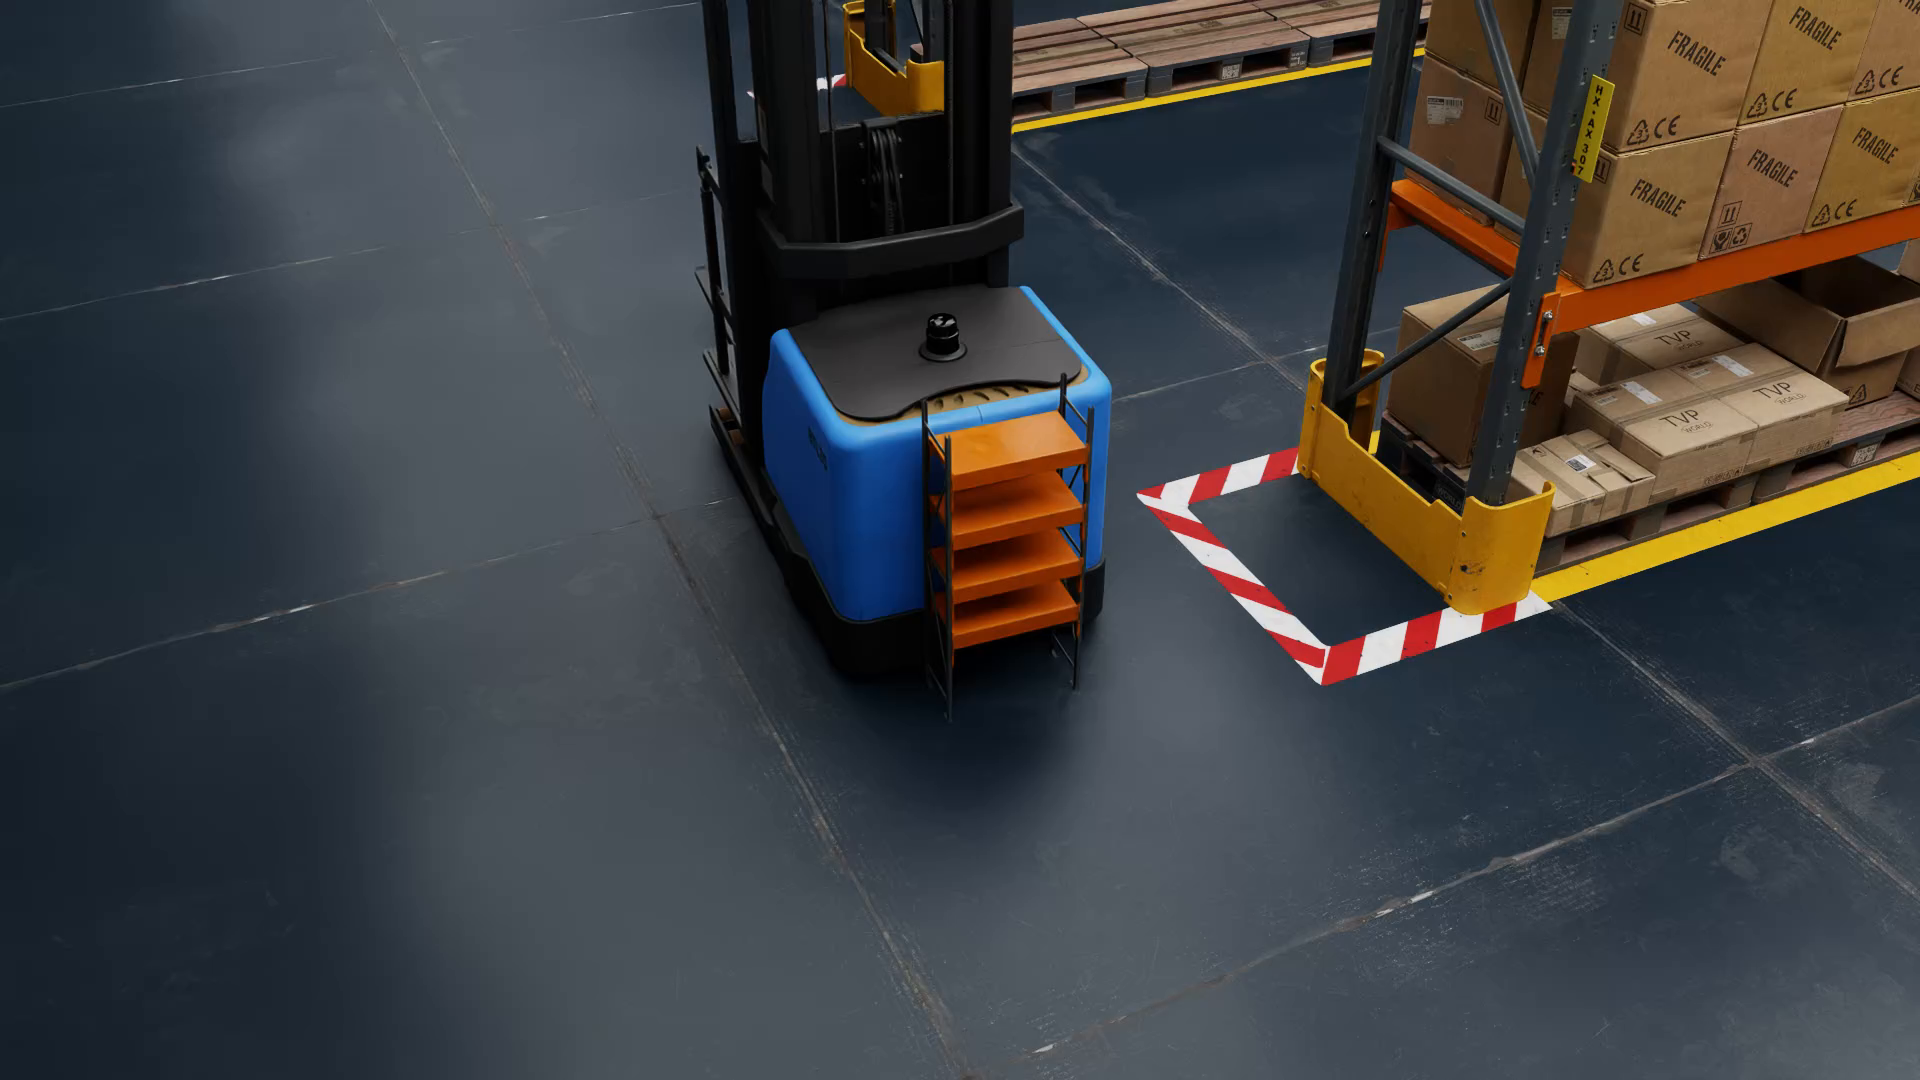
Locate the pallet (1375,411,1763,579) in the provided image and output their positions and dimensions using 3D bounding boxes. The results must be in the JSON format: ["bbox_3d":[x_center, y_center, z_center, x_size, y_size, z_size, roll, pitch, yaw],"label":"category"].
[{"bbox_3d":[2.554,-0.344,7.037,1.213,0.211,1.003,-16,39,-20],"label":"pallet"}]

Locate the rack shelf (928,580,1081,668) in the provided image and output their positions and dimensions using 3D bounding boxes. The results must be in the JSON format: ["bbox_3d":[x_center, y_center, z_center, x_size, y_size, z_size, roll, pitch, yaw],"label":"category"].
[{"bbox_3d":[0.152,0.261,5.837,0.480,0.148,0.258,-13,38,-16],"label":"rack shelf"}]

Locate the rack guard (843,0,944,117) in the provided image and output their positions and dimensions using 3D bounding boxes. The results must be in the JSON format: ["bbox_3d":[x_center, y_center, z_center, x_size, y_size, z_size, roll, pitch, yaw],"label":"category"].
[{"bbox_3d":[-0.354,-2.897,10.237,0.348,0.500,1.175,-16,39,-20],"label":"rack guard"}]

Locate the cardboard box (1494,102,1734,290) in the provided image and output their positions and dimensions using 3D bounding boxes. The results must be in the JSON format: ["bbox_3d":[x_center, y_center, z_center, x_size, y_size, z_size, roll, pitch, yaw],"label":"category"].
[{"bbox_3d":[2.277,-1.253,5.837,0.500,0.500,0.500,-15,39,-19],"label":"cardboard box"}]

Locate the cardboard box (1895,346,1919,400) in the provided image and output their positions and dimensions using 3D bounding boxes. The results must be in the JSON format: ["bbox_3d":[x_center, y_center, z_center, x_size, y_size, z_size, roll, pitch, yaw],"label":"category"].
[{"bbox_3d":[4.311,-0.865,7.285,0.500,0.311,0.500,-16,39,-20],"label":"cardboard box"}]

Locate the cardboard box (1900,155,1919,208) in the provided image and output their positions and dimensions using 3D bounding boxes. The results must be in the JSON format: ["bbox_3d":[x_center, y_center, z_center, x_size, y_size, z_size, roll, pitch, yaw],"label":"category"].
[{"bbox_3d":[3.651,-1.637,6.355,0.500,0.500,0.500,-15,39,-19],"label":"cardboard box"}]

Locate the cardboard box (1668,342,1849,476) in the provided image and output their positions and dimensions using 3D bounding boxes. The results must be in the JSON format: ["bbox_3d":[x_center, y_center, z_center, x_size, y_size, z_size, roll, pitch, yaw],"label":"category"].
[{"bbox_3d":[3.282,-0.552,6.916,0.500,0.250,0.500,-16,39,-20],"label":"cardboard box"}]

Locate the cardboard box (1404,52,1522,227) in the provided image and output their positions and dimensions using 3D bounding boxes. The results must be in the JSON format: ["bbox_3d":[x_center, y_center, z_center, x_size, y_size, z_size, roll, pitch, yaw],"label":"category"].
[{"bbox_3d":[2.053,-1.543,6.228,0.500,0.500,0.500,-14,39,-19],"label":"cardboard box"}]

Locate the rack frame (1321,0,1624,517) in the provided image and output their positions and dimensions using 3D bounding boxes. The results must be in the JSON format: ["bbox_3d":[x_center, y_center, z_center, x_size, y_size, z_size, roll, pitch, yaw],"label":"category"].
[{"bbox_3d":[1.764,-1.242,5.907,0.127,3.000,1.000,-16,39,-20],"label":"rack frame"}]

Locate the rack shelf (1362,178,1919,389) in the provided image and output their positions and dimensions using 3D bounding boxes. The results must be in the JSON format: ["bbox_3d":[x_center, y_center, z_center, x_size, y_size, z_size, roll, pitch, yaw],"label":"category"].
[{"bbox_3d":[3.574,-1.460,6.804,4.000,0.370,1.077,-16,39,-20],"label":"rack shelf"}]

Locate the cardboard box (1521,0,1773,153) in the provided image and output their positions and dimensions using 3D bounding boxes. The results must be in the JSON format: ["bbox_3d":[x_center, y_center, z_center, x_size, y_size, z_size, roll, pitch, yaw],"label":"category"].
[{"bbox_3d":[2.277,-1.654,5.539,0.500,0.500,0.500,-14,39,-19],"label":"cardboard box"}]

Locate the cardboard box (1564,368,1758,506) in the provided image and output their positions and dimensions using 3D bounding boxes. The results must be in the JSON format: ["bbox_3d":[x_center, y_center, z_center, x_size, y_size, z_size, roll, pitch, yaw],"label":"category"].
[{"bbox_3d":[2.829,-0.426,6.745,0.500,0.250,0.500,-16,39,-20],"label":"cardboard box"}]

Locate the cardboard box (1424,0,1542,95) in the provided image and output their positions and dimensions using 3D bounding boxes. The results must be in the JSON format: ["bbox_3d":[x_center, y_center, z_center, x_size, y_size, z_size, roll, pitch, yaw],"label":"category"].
[{"bbox_3d":[2.050,-1.945,5.931,0.500,0.500,0.500,-16,39,-20],"label":"cardboard box"}]

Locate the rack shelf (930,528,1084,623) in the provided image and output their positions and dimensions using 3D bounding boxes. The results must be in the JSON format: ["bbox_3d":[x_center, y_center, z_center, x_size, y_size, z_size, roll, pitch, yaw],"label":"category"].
[{"bbox_3d":[0.152,0.102,5.719,0.480,0.148,0.258,-13,38,-16],"label":"rack shelf"}]

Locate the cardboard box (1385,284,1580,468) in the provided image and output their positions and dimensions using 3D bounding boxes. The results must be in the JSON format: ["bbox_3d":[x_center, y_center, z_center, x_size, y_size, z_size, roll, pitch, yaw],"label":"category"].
[{"bbox_3d":[2.151,-0.686,6.885,0.500,0.500,0.500,-16,39,-20],"label":"cardboard box"}]

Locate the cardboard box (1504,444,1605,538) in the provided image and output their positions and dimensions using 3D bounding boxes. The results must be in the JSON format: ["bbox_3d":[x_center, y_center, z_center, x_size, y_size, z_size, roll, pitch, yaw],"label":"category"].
[{"bbox_3d":[2.289,-0.195,6.518,0.250,0.149,0.380,-16,39,-20],"label":"cardboard box"}]

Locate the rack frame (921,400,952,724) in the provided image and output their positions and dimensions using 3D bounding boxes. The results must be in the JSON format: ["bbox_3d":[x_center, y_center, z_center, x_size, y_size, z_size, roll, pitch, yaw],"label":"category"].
[{"bbox_3d":[-0.076,0.099,5.610,0.015,1.200,0.240,-13,38,-16],"label":"rack frame"}]

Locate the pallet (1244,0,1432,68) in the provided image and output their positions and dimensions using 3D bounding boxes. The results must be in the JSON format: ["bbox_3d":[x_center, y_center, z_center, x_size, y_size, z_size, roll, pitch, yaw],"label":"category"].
[{"bbox_3d":[2.634,-3.600,11.426,1.213,0.211,1.003,-16,39,-20],"label":"pallet"}]

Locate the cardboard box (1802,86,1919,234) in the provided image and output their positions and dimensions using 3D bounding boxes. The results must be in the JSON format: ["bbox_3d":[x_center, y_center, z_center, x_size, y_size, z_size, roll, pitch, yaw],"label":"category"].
[{"bbox_3d":[3.198,-1.512,6.186,0.500,0.500,0.500,-16,39,-20],"label":"cardboard box"}]

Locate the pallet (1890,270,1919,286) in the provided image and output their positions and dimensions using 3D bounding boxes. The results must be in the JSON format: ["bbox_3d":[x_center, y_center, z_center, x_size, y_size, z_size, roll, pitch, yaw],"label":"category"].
[{"bbox_3d":[4.763,-0.961,7.869,1.213,0.211,1.003,-16,39,-20],"label":"pallet"}]

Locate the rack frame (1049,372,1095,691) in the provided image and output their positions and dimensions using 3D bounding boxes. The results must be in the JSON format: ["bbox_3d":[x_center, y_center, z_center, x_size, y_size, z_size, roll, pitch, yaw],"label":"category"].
[{"bbox_3d":[0.381,-0.004,5.748,0.015,1.200,0.240,-13,38,-16],"label":"rack frame"}]

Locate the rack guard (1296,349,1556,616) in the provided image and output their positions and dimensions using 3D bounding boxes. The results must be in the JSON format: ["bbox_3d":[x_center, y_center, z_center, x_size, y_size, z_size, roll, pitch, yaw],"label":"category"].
[{"bbox_3d":[1.832,-0.258,6.678,0.348,0.500,1.175,-16,39,-20],"label":"rack guard"}]

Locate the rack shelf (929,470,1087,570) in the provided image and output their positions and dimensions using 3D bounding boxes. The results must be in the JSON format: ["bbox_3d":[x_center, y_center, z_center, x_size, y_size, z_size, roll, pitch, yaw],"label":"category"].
[{"bbox_3d":[0.152,-0.078,5.585,0.480,0.148,0.258,-13,38,-16],"label":"rack shelf"}]

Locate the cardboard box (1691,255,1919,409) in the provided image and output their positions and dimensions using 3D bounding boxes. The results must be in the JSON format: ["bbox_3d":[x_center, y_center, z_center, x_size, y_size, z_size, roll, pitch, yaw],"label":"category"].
[{"bbox_3d":[3.686,-0.951,7.240,0.637,0.503,0.797,-16,39,-20],"label":"cardboard box"}]

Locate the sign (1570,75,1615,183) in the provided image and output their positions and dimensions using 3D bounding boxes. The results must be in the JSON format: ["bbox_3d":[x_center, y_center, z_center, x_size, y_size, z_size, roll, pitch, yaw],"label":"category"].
[{"bbox_3d":[1.994,-1.297,5.255,0.005,0.325,0.100,-16,39,-20],"label":"sign"}]

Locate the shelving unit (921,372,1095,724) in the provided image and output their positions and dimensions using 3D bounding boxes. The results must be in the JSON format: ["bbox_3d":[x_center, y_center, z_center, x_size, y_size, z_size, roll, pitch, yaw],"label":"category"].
[{"bbox_3d":[0.152,0.048,5.679,0.503,1.200,0.258,-13,38,-16],"label":"shelving unit"}]

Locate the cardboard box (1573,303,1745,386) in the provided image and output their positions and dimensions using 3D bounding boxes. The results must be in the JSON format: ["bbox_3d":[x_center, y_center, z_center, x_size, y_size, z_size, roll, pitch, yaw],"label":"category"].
[{"bbox_3d":[3.024,-0.809,7.262,0.500,0.250,0.500,-16,39,-20],"label":"cardboard box"}]

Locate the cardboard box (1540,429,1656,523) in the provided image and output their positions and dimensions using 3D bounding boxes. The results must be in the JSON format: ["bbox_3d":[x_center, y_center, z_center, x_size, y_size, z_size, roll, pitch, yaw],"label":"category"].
[{"bbox_3d":[2.515,-0.265,6.598,0.250,0.166,0.380,-16,39,-20],"label":"cardboard box"}]

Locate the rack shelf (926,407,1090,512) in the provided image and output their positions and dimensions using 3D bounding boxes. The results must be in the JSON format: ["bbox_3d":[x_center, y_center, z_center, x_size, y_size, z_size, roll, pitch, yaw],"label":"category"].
[{"bbox_3d":[0.152,-0.268,5.444,0.480,0.148,0.258,-13,38,-16],"label":"rack shelf"}]

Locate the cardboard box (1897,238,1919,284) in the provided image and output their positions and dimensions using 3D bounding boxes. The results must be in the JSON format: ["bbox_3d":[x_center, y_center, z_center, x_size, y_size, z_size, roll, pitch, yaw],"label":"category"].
[{"bbox_3d":[4.913,-1.362,7.956,0.500,0.311,0.500,-16,39,-20],"label":"cardboard box"}]

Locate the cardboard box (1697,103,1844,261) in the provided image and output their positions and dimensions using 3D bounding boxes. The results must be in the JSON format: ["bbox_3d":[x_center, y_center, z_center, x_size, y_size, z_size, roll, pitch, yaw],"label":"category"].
[{"bbox_3d":[2.742,-1.386,6.017,0.500,0.500,0.500,-16,39,-20],"label":"cardboard box"}]

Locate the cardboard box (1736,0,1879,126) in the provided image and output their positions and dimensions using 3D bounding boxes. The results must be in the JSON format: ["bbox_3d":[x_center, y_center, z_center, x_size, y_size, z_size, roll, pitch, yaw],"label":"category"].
[{"bbox_3d":[2.747,-1.791,5.723,0.500,0.500,0.500,-15,39,-19],"label":"cardboard box"}]

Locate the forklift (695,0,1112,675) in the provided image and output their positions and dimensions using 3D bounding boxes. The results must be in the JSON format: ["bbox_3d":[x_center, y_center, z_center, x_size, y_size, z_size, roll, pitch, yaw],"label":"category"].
[{"bbox_3d":[-0.454,-1.570,6.407,1.130,2.935,3.031,-13,38,-16],"label":"forklift"}]

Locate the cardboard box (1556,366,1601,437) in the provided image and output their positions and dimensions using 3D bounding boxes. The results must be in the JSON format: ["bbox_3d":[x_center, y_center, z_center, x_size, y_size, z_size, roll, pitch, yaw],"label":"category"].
[{"bbox_3d":[2.556,-0.606,7.057,0.250,0.166,0.380,-16,39,-20],"label":"cardboard box"}]

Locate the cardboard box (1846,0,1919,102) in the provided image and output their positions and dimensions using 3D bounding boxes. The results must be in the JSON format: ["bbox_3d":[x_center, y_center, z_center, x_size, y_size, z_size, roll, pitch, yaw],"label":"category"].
[{"bbox_3d":[3.202,-1.915,5.890,0.500,0.500,0.500,-15,39,-19],"label":"cardboard box"}]

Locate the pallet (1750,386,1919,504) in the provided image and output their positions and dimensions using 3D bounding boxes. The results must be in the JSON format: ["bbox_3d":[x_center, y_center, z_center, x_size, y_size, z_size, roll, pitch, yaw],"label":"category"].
[{"bbox_3d":[3.657,-0.650,7.450,1.213,0.211,1.003,-16,39,-20],"label":"pallet"}]

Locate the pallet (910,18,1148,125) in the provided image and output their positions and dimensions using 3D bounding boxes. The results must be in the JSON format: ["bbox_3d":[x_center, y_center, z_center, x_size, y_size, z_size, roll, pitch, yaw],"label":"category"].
[{"bbox_3d":[0.425,-2.982,10.594,1.213,0.211,1.003,-16,39,-20],"label":"pallet"}]

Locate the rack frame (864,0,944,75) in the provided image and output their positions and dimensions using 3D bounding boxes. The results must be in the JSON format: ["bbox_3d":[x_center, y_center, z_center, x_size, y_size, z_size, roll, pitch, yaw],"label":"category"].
[{"bbox_3d":[-0.338,-3.915,9.510,0.127,3.000,1.000,-16,39,-20],"label":"rack frame"}]

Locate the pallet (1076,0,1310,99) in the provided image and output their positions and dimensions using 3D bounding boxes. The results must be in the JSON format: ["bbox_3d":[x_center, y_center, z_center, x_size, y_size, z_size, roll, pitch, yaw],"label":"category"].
[{"bbox_3d":[1.528,-3.289,11.007,1.213,0.211,1.003,-16,39,-20],"label":"pallet"}]
